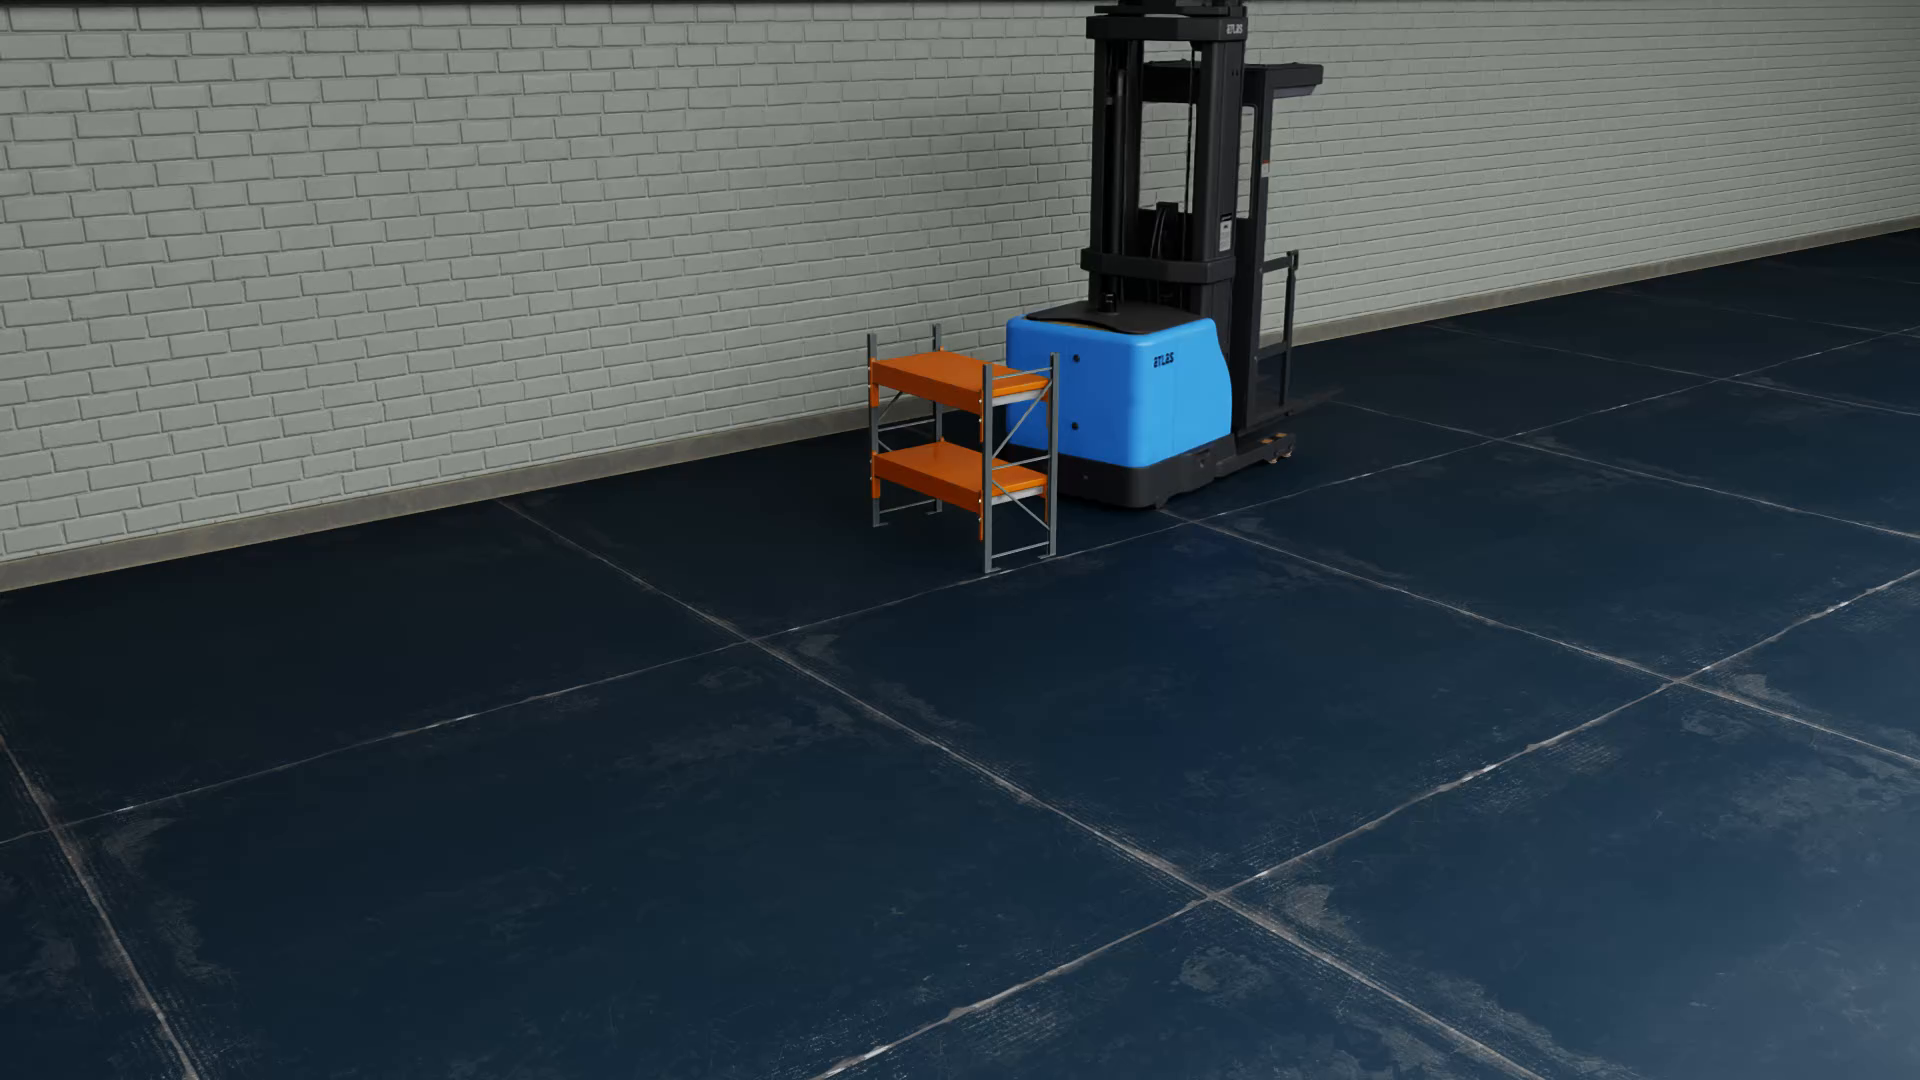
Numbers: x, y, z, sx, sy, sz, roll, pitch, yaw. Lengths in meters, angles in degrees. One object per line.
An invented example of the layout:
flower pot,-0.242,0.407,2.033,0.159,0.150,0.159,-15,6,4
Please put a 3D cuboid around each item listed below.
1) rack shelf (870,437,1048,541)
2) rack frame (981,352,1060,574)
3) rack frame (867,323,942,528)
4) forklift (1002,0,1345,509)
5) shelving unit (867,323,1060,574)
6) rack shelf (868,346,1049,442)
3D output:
rack shelf,0.004,-0.300,9.258,0.538,0.278,1.000,-14,23,-36
rack frame,0.320,-0.407,8.802,0.500,1.125,0.032,-14,23,-36
rack frame,-0.311,-0.658,9.559,0.500,1.125,0.032,-14,23,-36
forklift,1.570,-1.971,10.653,1.130,2.935,3.031,14,23,36
shelving unit,0.004,-0.532,9.181,0.538,1.125,1.048,-14,23,-36
rack shelf,0.004,-0.810,9.089,0.538,0.278,1.000,-14,23,-36
